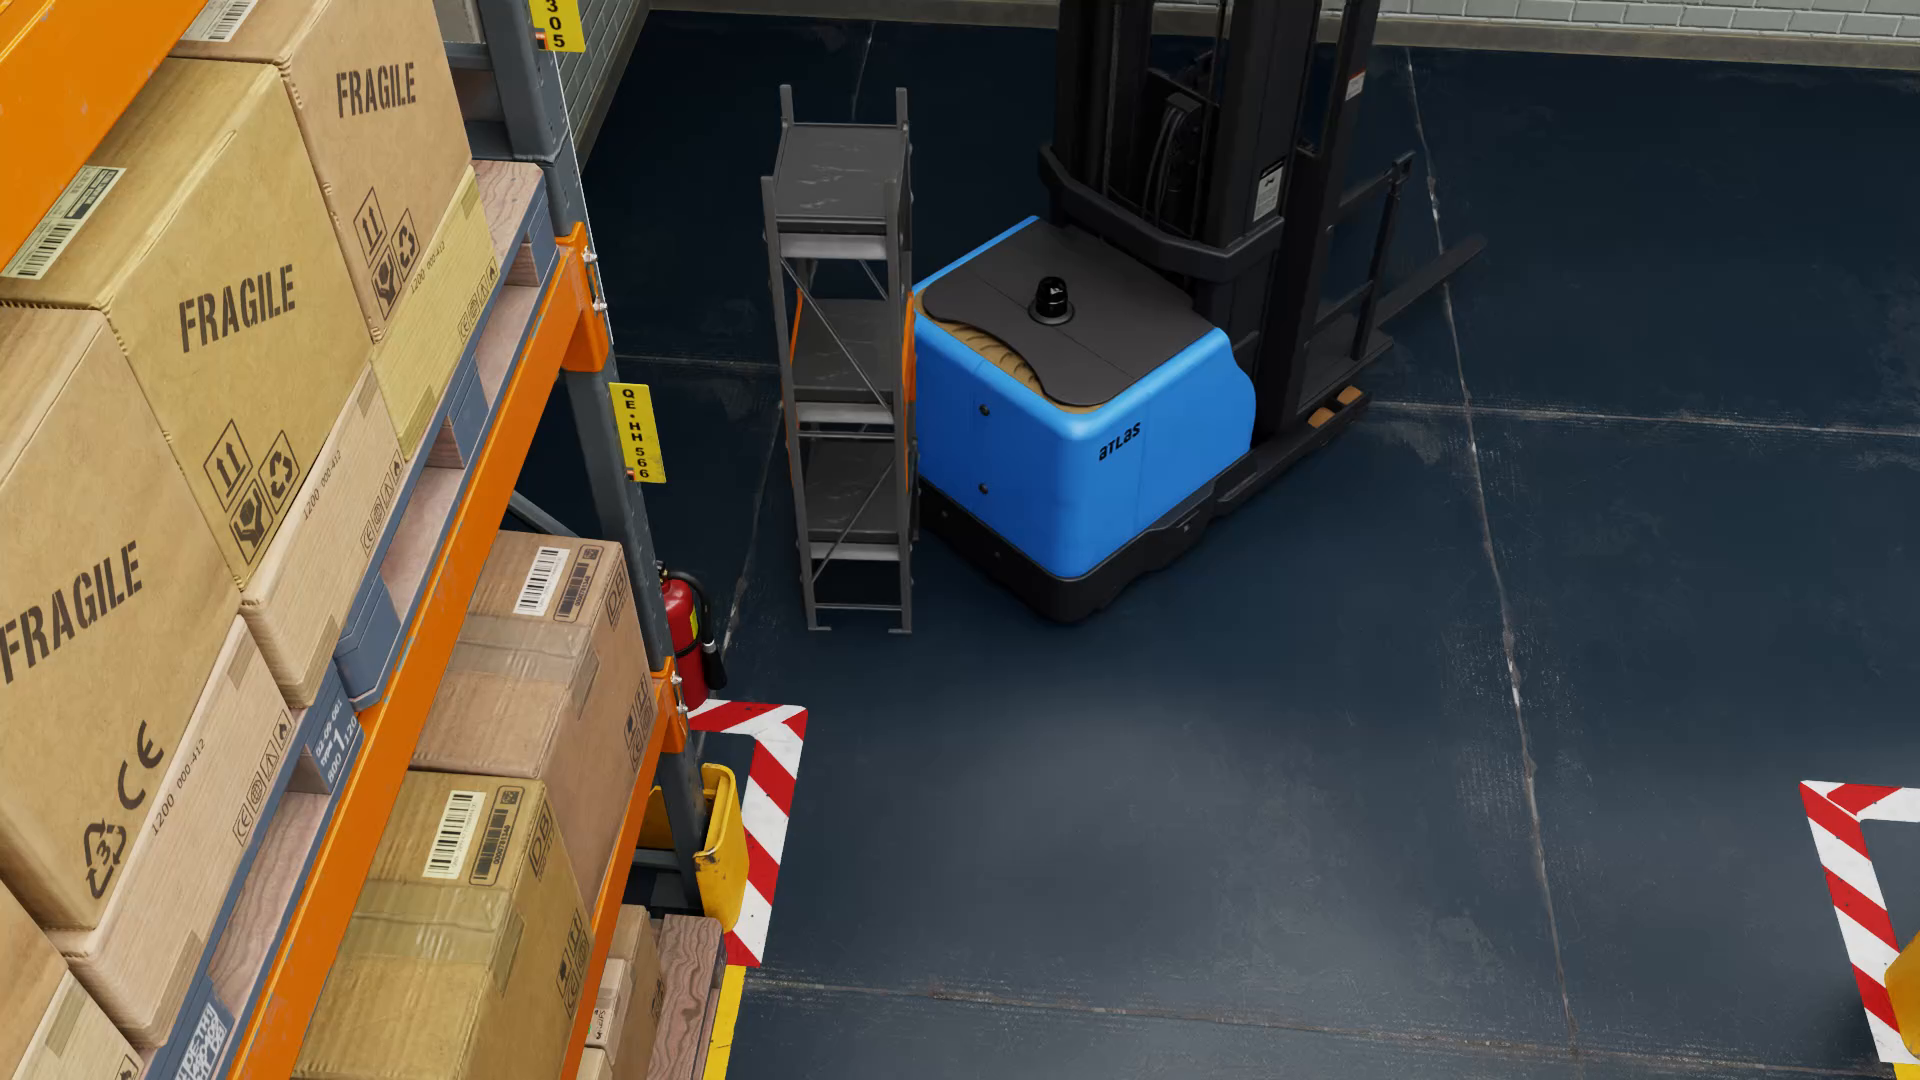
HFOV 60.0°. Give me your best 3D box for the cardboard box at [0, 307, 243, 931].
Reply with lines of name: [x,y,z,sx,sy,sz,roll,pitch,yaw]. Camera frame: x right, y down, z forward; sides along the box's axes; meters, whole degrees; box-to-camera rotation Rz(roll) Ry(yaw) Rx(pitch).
cardboard box: [-1.213,0.084,1.874,0.500,0.500,0.500,2,48,2]

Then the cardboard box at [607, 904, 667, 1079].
cardboard box: [-1.287,1.391,4.881,0.700,0.500,0.500,4,48,4]

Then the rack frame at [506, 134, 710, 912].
rack frame: [-1.323,0.168,4.590,1.000,3.000,0.127,4,48,4]

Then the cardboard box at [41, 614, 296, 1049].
cardboard box: [-1.214,0.352,2.138,0.500,0.250,0.500,3,48,2]

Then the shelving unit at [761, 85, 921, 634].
shelving unit: [-0.378,-0.535,5.843,0.431,2.100,0.503,2,48,2]

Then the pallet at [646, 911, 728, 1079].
pallet: [-1.318,1.702,5.077,1.003,0.211,1.213,4,48,4]

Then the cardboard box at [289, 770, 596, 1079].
cardboard box: [-1.414,0.977,3.646,0.980,0.700,0.700,4,48,3]

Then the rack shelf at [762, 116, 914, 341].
rack shelf: [-0.378,-0.999,5.336,0.431,0.518,0.480,2,48,2]

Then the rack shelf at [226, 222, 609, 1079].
rack shelf: [-1.505,0.868,2.404,1.077,0.370,4.000,4,48,4]

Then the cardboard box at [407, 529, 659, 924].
cardboard box: [-1.359,0.442,4.136,0.980,0.700,0.700,6,48,5]

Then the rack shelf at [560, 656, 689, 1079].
rack shelf: [-1.505,1.880,3.511,1.077,0.370,4.000,4,48,4]

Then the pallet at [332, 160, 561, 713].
pallet: [-1.380,-0.269,3.017,1.003,0.211,1.213,4,48,4]

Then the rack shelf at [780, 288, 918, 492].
rack shelf: [-0.378,-0.526,5.853,0.431,0.518,0.480,2,48,2]

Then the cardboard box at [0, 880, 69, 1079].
cardboard box: [-1.263,0.470,1.522,0.500,0.500,0.500,4,48,4]

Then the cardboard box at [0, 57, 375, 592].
cardboard box: [-1.174,-0.300,2.225,0.500,0.500,0.500,5,48,5]

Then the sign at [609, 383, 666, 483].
sign: [-0.784,-0.256,4.033,0.100,0.325,0.005,4,48,4]

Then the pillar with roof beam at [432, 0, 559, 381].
pillar with roof beam: [2.349,-3.610,3.979,9.100,9.000,0.400,4,48,4]

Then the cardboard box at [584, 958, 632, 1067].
cardboard box: [-1.117,1.278,4.544,0.380,0.149,0.250,3,48,3]

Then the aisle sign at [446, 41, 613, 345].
aisle sign: [-1.017,-0.743,3.661,0.394,0.787,0.004,4,48,4]

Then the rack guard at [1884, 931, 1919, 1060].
rack guard: [3.604,1.397,5.159,1.175,0.500,0.348,4,48,4]

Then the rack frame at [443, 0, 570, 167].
rack frame: [-1.323,-1.857,2.376,1.000,3.000,0.127,4,48,4]

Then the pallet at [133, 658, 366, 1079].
pallet: [-1.488,0.630,2.194,1.003,0.211,1.213,4,48,4]

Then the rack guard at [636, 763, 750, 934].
rack guard: [-1.320,0.994,5.528,1.175,0.500,0.348,4,48,4]

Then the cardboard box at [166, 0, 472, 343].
cardboard box: [-1.118,-0.667,2.561,0.500,0.500,0.500,4,48,3]

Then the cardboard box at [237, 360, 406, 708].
cardboard box: [-1.171,-0.031,2.488,0.500,0.250,0.500,2,48,2]

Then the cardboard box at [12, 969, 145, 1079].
cardboard box: [-1.262,0.729,1.793,0.500,0.250,0.500,3,48,2]

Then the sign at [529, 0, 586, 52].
sign: [-0.784,-1.070,3.143,0.100,0.325,0.005,4,48,4]

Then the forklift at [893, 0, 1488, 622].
forklift: [1.138,-1.644,6.293,3.031,2.935,1.130,-35,57,-28]

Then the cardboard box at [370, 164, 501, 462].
cardboard box: [-1.125,-0.414,2.838,0.500,0.250,0.500,5,48,5]

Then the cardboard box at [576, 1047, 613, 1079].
cardboard box: [-1.140,1.466,4.372,0.380,0.149,0.250,5,48,5]

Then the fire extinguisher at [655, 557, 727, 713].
fire extinguisher: [-0.849,0.240,4.829,0.296,0.674,0.183,4,48,4]

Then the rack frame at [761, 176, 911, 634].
rack frame: [-0.388,-0.355,5.678,0.400,2.100,0.015,2,48,2]

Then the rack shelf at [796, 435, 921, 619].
rack shelf: [-0.378,-0.054,6.369,0.431,0.518,0.480,2,48,2]

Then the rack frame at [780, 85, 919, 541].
rack frame: [-0.368,-0.715,6.007,0.400,2.100,0.015,2,48,2]
